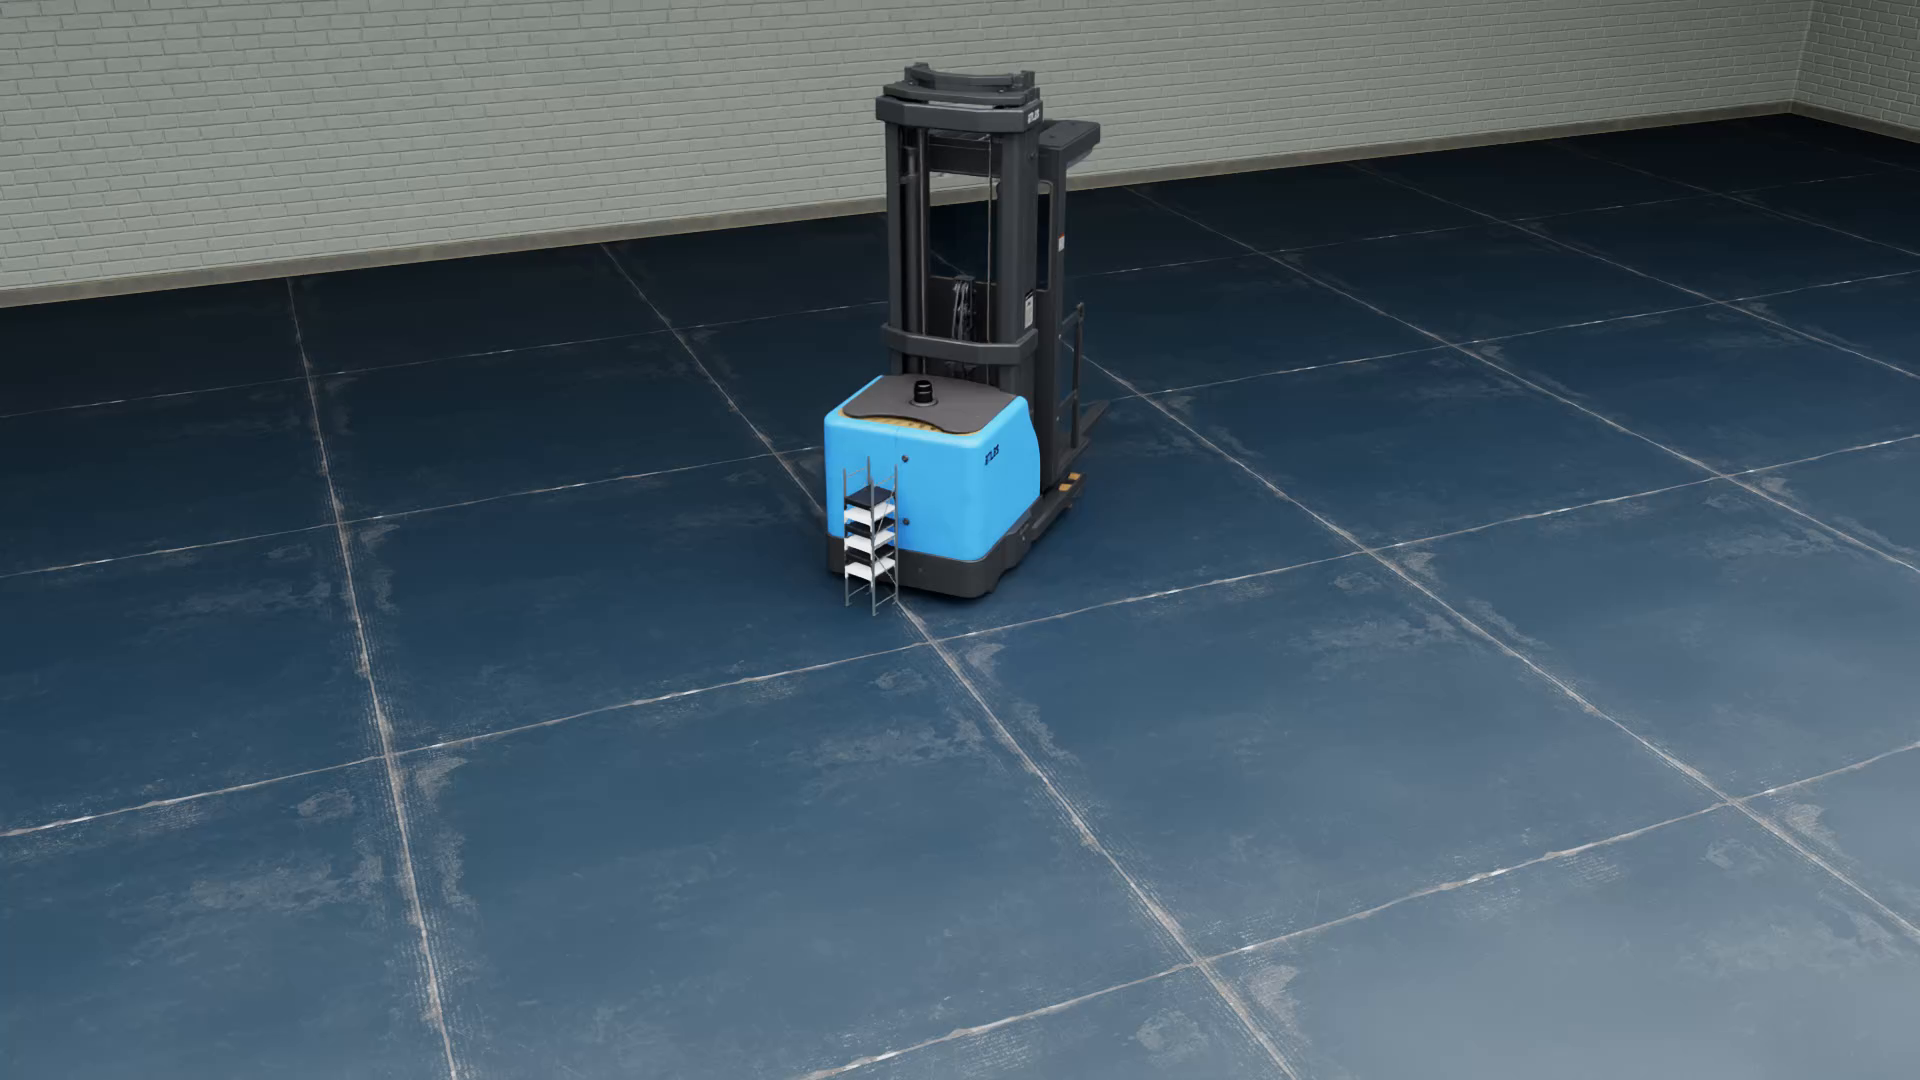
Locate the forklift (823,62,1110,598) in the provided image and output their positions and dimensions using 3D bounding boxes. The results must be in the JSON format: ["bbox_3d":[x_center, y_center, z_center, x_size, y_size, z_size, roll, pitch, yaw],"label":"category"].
[{"bbox_3d":[0.215,-1.595,10.677,1.130,2.935,3.031,11,28,20],"label":"forklift"}]

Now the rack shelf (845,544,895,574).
[{"bbox_3d":[-0.522,0.091,9.814,0.200,0.077,0.258,19,32,31],"label":"rack shelf"}]

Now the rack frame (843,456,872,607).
[{"bbox_3d":[-0.603,-0.047,9.811,0.006,0.900,0.240,19,32,31],"label":"rack frame"}]

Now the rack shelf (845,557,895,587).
[{"bbox_3d":[-0.524,0.172,9.854,0.200,0.077,0.258,19,32,31],"label":"rack shelf"}]

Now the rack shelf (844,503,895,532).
[{"bbox_3d":[-0.519,-0.150,9.693,0.200,0.077,0.258,19,32,31],"label":"rack shelf"}]

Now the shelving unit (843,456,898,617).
[{"bbox_3d":[-0.521,-0.019,9.759,0.210,0.900,0.258,19,32,31],"label":"shelving unit"}]

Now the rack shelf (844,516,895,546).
[{"bbox_3d":[-0.520,-0.070,9.733,0.200,0.077,0.258,19,32,31],"label":"rack shelf"}]

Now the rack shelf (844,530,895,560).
[{"bbox_3d":[-0.521,0.011,9.773,0.200,0.077,0.258,19,32,31],"label":"rack shelf"}]

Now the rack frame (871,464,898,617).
[{"bbox_3d":[-0.439,0.009,9.706,0.006,0.900,0.240,19,32,31],"label":"rack frame"}]

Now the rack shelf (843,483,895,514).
[{"bbox_3d":[-0.518,-0.230,9.652,0.200,0.077,0.258,19,32,31],"label":"rack shelf"}]
